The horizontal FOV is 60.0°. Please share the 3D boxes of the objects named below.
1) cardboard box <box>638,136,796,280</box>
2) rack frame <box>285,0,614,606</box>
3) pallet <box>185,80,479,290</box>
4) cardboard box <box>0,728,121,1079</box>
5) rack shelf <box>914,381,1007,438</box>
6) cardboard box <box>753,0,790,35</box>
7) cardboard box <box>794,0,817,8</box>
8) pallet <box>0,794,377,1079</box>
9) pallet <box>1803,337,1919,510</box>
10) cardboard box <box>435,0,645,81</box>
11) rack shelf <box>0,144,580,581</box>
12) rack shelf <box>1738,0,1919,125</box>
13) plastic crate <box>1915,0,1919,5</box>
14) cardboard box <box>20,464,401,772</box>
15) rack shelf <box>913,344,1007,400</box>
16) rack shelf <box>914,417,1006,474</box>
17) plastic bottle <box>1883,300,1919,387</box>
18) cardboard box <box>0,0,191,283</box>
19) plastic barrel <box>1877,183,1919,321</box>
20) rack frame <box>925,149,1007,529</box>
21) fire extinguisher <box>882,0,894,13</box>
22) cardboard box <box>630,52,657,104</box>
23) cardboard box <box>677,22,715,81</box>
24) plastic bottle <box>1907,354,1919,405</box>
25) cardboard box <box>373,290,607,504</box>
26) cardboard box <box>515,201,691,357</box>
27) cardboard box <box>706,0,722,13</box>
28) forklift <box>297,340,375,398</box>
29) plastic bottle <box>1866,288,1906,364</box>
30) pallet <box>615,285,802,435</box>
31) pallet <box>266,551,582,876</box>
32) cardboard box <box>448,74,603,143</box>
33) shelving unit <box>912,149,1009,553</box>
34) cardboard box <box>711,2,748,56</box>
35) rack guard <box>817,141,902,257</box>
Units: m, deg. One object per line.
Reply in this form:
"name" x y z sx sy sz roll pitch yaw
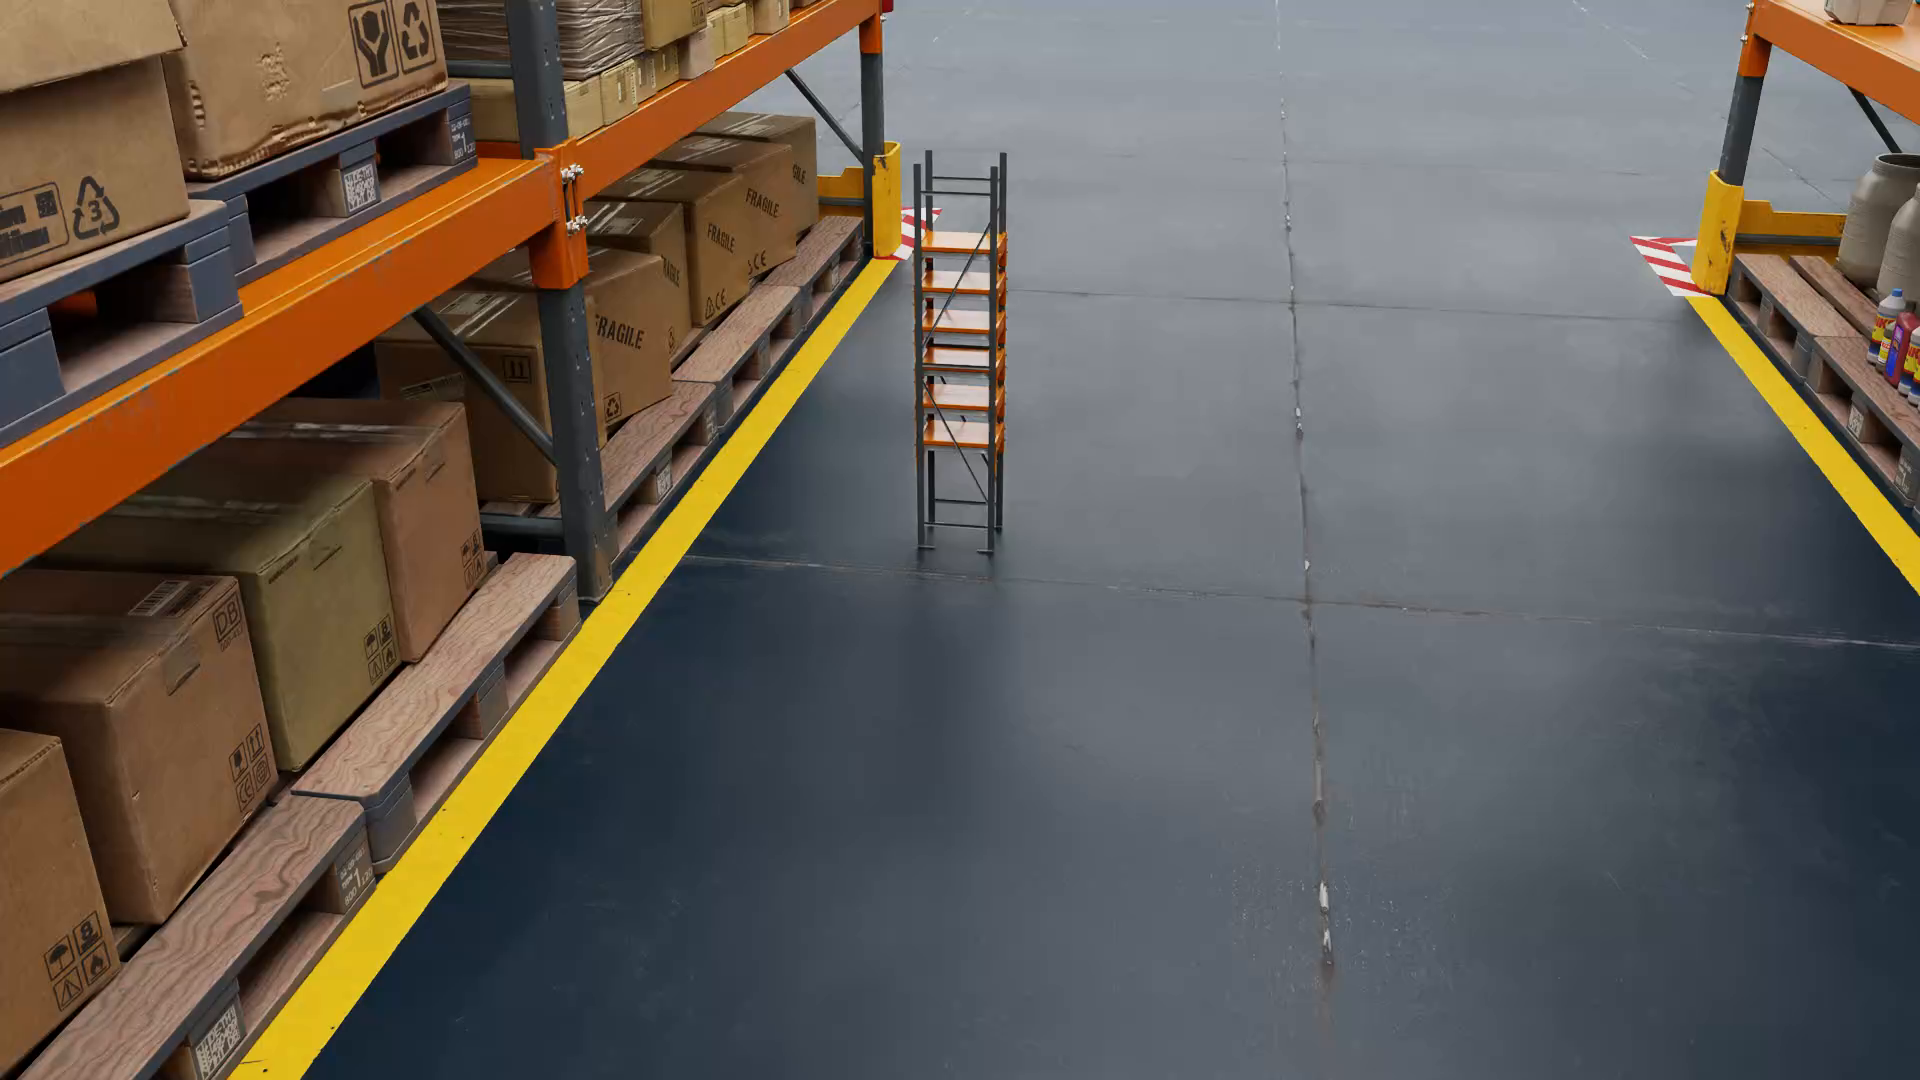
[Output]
"cardboard box" -1.063 -1.447 7.256 0.500 0.500 0.500 11 27 22
"rack frame" -1.534 -1.228 4.336 1.000 3.000 0.127 4 25 9
"pallet" -1.802 -0.832 3.715 1.003 0.211 1.213 4 25 9
"cardboard box" -1.934 0.625 2.805 0.700 0.500 0.500 6 26 13
"rack shelf" 0.002 -0.401 5.078 0.258 0.103 0.180 4 25 9
"cardboard box" -0.865 -2.019 6.322 0.380 0.149 0.250 4 25 9
"cardboard box" -0.811 -2.338 7.003 0.380 0.149 0.250 4 25 9
"pallet" -1.857 0.872 3.138 1.003 0.211 1.213 4 25 9
"pallet" 3.700 -0.412 5.881 1.003 0.211 1.213 4 25 9
"cardboard box" -1.399 -1.592 4.645 0.875 0.500 0.500 4 25 9
"rack shelf" -1.861 -0.066 2.701 1.077 0.370 4.000 4 25 9
"rack shelf" 3.679 -1.396 5.542 1.077 0.370 4.000 4 25 9
"plastic crate" 4.219 -2.261 6.717 0.499 0.251 0.616 4 25 9
"cardboard box" -1.752 0.158 3.804 0.700 0.500 0.500 4 25 8
"rack shelf" 0.002 -0.509 5.027 0.258 0.103 0.180 4 25 9
"rack shelf" 0.002 -0.292 5.129 0.258 0.103 0.180 4 25 9
"plastic bottle" 3.347 -0.697 5.886 0.061 0.283 0.133 4 25 9
"cardboard box" -1.726 -0.734 2.662 0.797 0.503 0.637 7 26 14
"plastic barrel" 3.892 -1.131 6.568 0.421 0.512 0.421 0 25 0
"rack frame" 0.017 -0.588 5.090 0.240 1.200 0.006 4 25 9
"fire extinguisher" -0.407 -2.882 7.960 0.296 0.674 0.183 4 25 9
"cardboard box" -1.135 -1.394 4.986 0.380 0.149 0.250 4 25 9
"cardboard box" -1.022 -1.601 5.428 0.380 0.149 0.250 4 25 9
"plastic bottle" 3.330 -0.600 5.692 0.097 0.271 0.097 0 25 0
"cardboard box" -1.429 -0.451 5.128 0.500 0.500 0.500 3 25 7
"cardboard box" -1.319 -0.956 6.208 0.500 0.500 0.500 2 25 4
"cardboard box" -1.301 -2.015 5.548 0.875 0.500 0.500 4 25 9
"forklift" -3.062 -1.568 5.142 1.130 2.935 3.031 4 25 9
"plastic bottle" 3.402 -0.785 6.088 0.097 0.271 0.097 0 25 0
"pallet" -1.262 -0.760 6.626 1.003 0.211 1.213 4 25 9
"pallet" -1.660 0.360 4.231 1.003 0.211 1.213 4 25 9
"cardboard box" -1.202 -1.184 4.537 0.380 0.149 0.250 4 25 9
"shelving unit" 0.002 -0.549 5.009 0.258 1.200 0.189 4 25 9
"cardboard box" -0.970 -1.812 5.879 0.380 0.149 0.250 4 25 9
"rack guard" -0.893 -1.737 8.372 1.175 0.500 0.348 4 25 9
